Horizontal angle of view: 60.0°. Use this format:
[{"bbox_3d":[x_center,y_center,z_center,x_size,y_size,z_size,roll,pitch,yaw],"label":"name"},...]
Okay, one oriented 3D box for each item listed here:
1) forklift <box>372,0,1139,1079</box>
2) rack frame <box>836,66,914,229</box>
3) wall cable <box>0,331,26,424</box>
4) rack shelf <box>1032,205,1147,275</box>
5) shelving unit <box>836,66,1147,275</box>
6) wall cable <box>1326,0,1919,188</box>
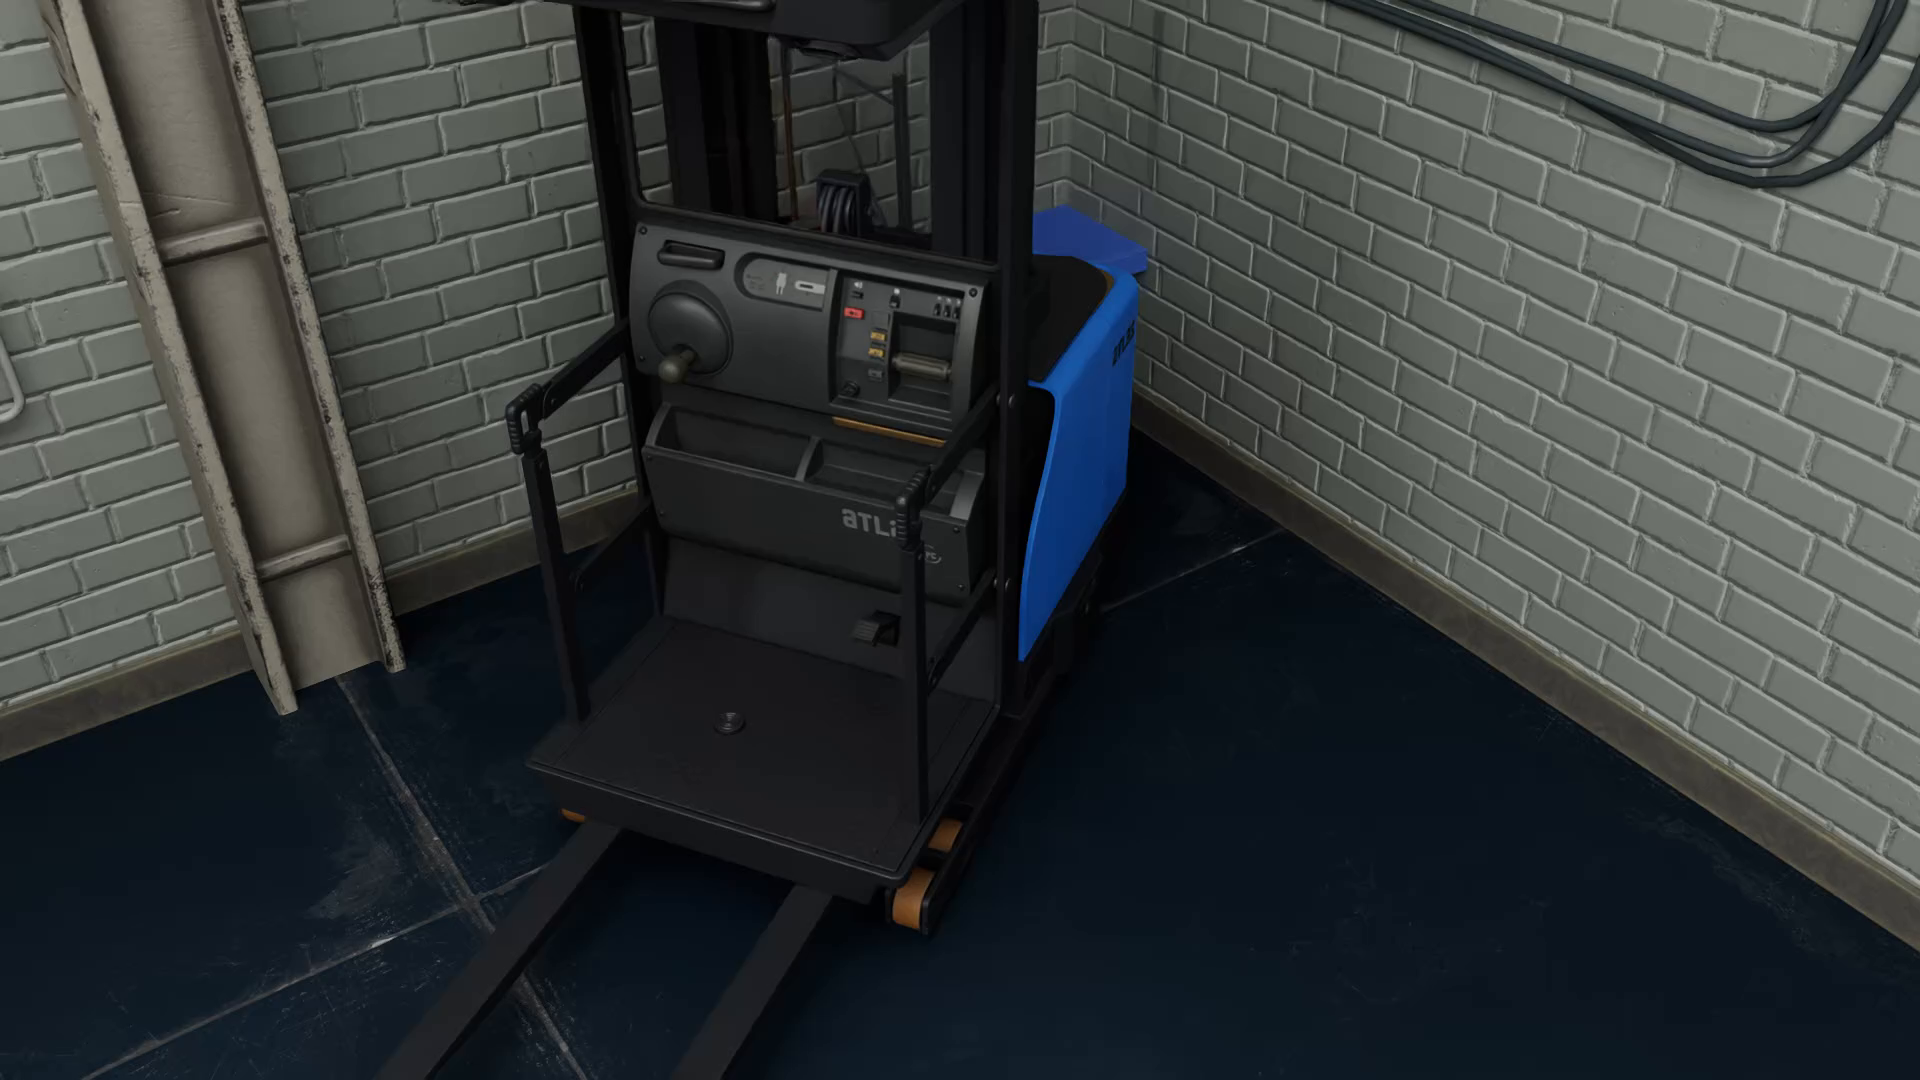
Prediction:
[{"bbox_3d":[-0.465,-0.457,3.875,1.130,2.935,3.031,13,38,18],"label":"forklift"},{"bbox_3d":[-0.288,-0.924,5.665,0.032,1.500,0.500,-21,40,-25],"label":"rack frame"},{"bbox_3d":[-3.182,-0.800,3.424,1.851,1.984,0.084,-22,41,-28],"label":"wall cable"},{"bbox_3d":[0.145,-0.945,5.986,1.000,0.185,0.538,-21,40,-25],"label":"rack shelf"},{"bbox_3d":[0.141,-1.091,5.880,1.048,1.500,0.538,-21,40,-25],"label":"shelving unit"},{"bbox_3d":[1.145,-2.413,4.057,0.112,2.526,3.097,-22,41,-28],"label":"wall cable"}]
